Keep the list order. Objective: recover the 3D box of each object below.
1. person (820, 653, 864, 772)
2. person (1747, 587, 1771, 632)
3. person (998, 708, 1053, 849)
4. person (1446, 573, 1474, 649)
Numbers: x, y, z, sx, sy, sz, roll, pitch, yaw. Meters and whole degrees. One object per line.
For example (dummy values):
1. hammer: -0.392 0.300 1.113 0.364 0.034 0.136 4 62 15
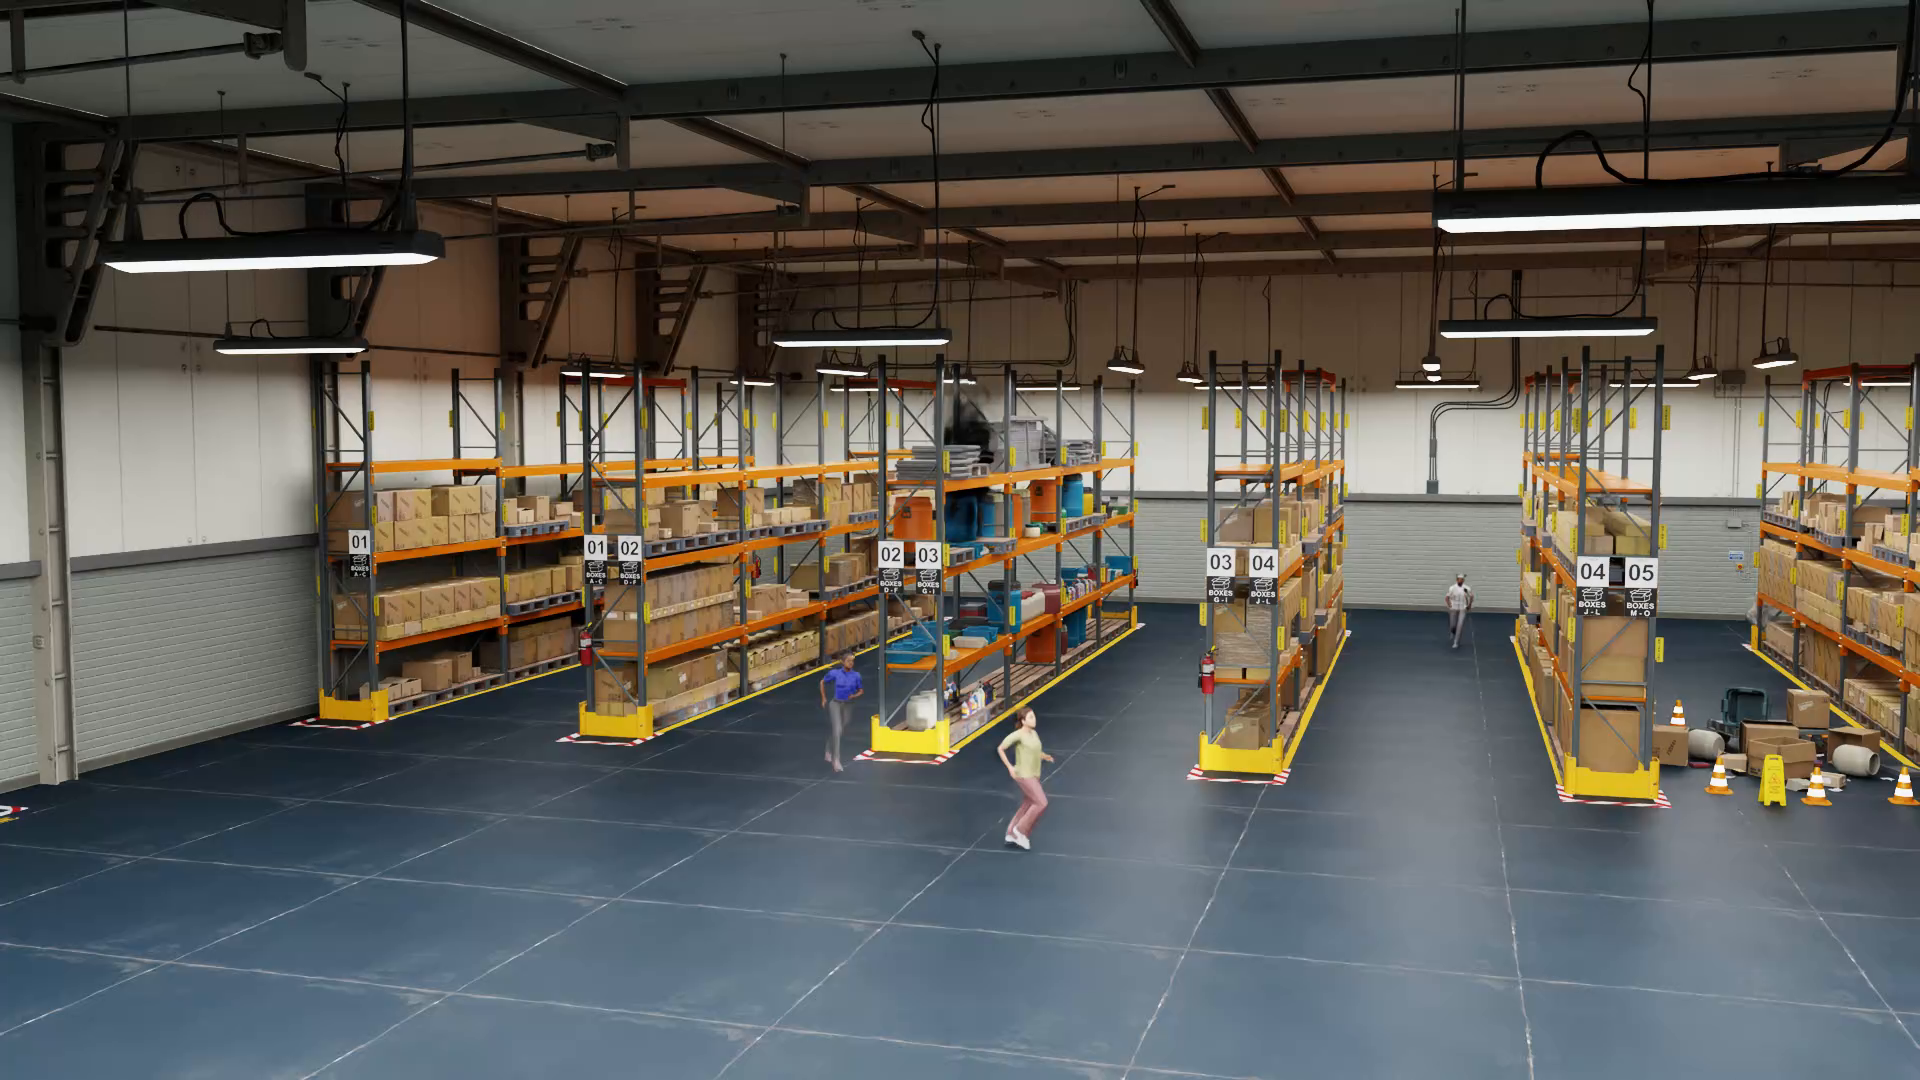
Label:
1. person: -1.693 2.459 24.117 0.613 1.641 0.866 -2 4 -24
2. person: 18.171 1.440 37.725 0.732 1.739 0.587 -3 5 -38
3. person: 0.800 2.776 19.434 0.645 1.642 0.554 3 5 32
4. person: 11.075 1.550 36.866 0.603 1.679 0.812 1 4 19
